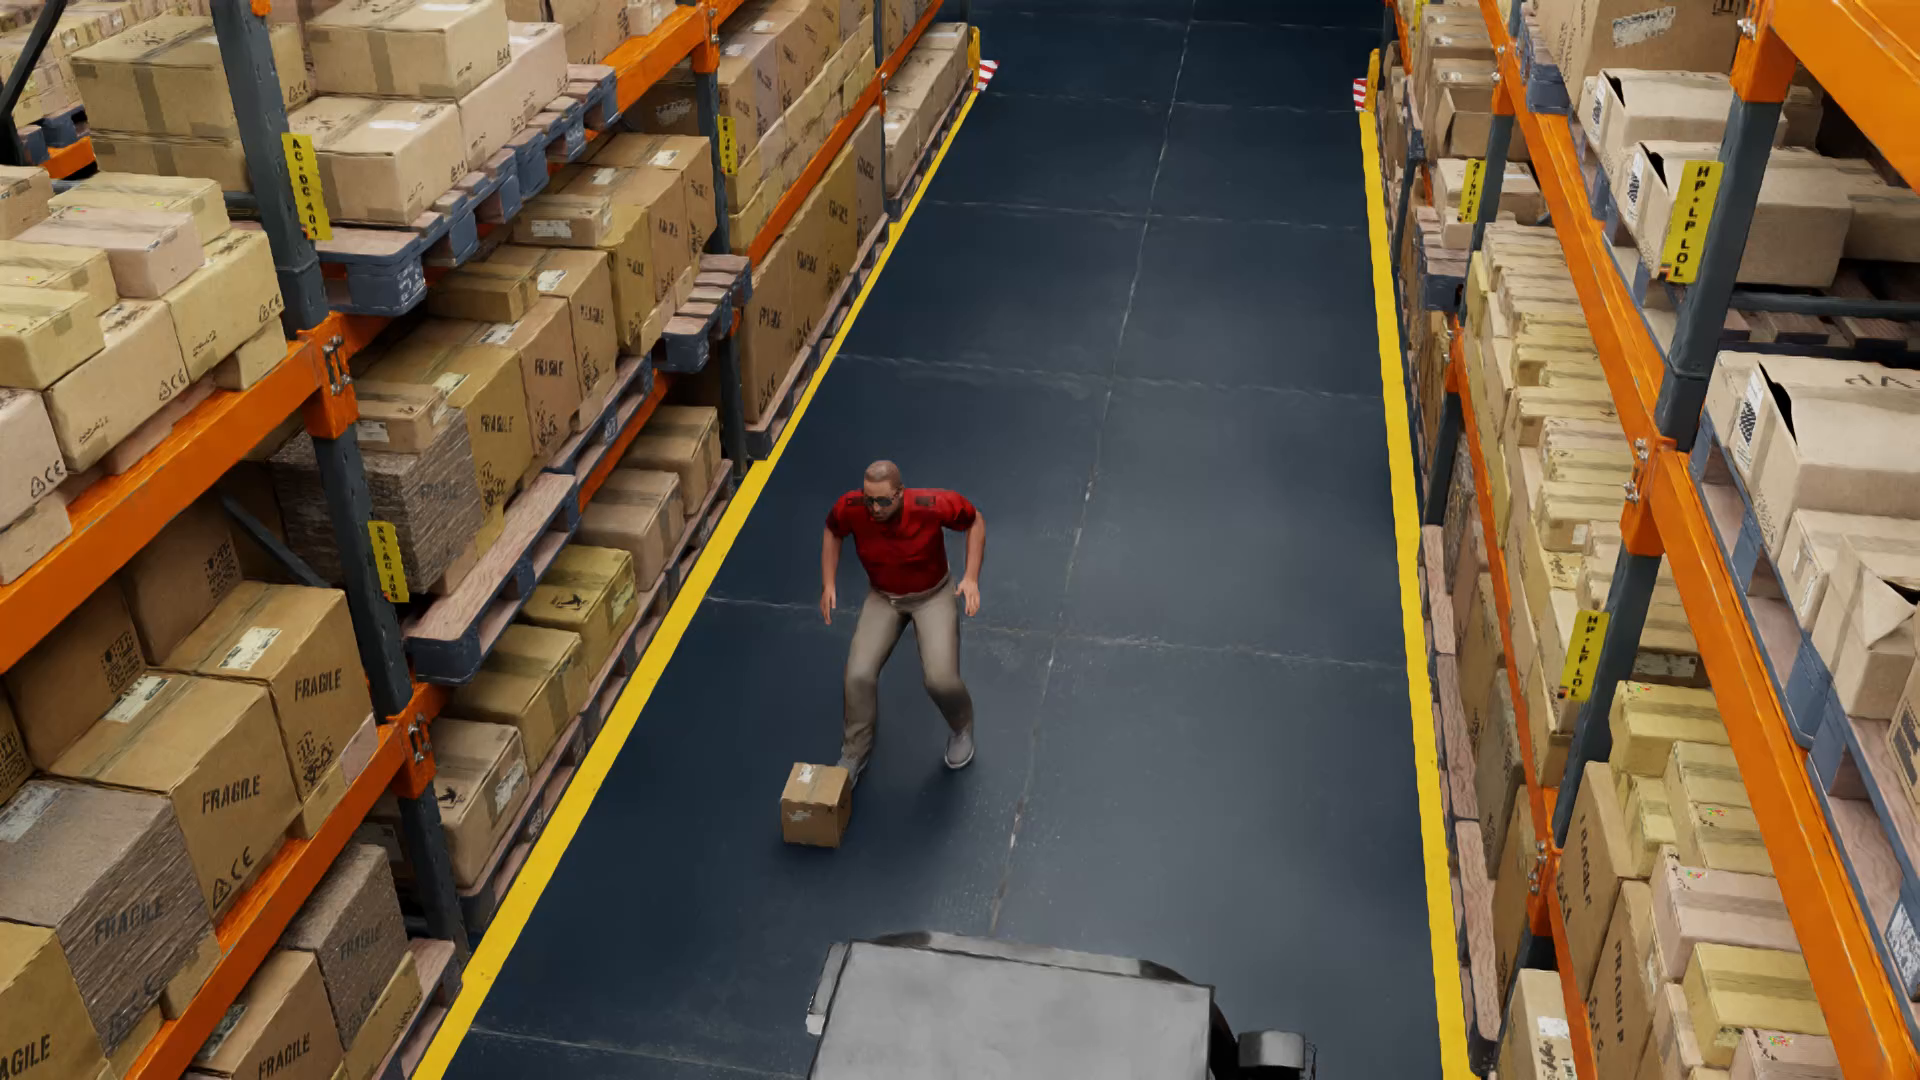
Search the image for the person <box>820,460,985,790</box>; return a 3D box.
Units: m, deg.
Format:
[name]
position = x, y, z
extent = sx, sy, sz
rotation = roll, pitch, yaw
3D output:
[person]
position = -0.295, 0.339, 7.379
extent = 0.756, 1.544, 0.783
rotation = 7, 33, 10
